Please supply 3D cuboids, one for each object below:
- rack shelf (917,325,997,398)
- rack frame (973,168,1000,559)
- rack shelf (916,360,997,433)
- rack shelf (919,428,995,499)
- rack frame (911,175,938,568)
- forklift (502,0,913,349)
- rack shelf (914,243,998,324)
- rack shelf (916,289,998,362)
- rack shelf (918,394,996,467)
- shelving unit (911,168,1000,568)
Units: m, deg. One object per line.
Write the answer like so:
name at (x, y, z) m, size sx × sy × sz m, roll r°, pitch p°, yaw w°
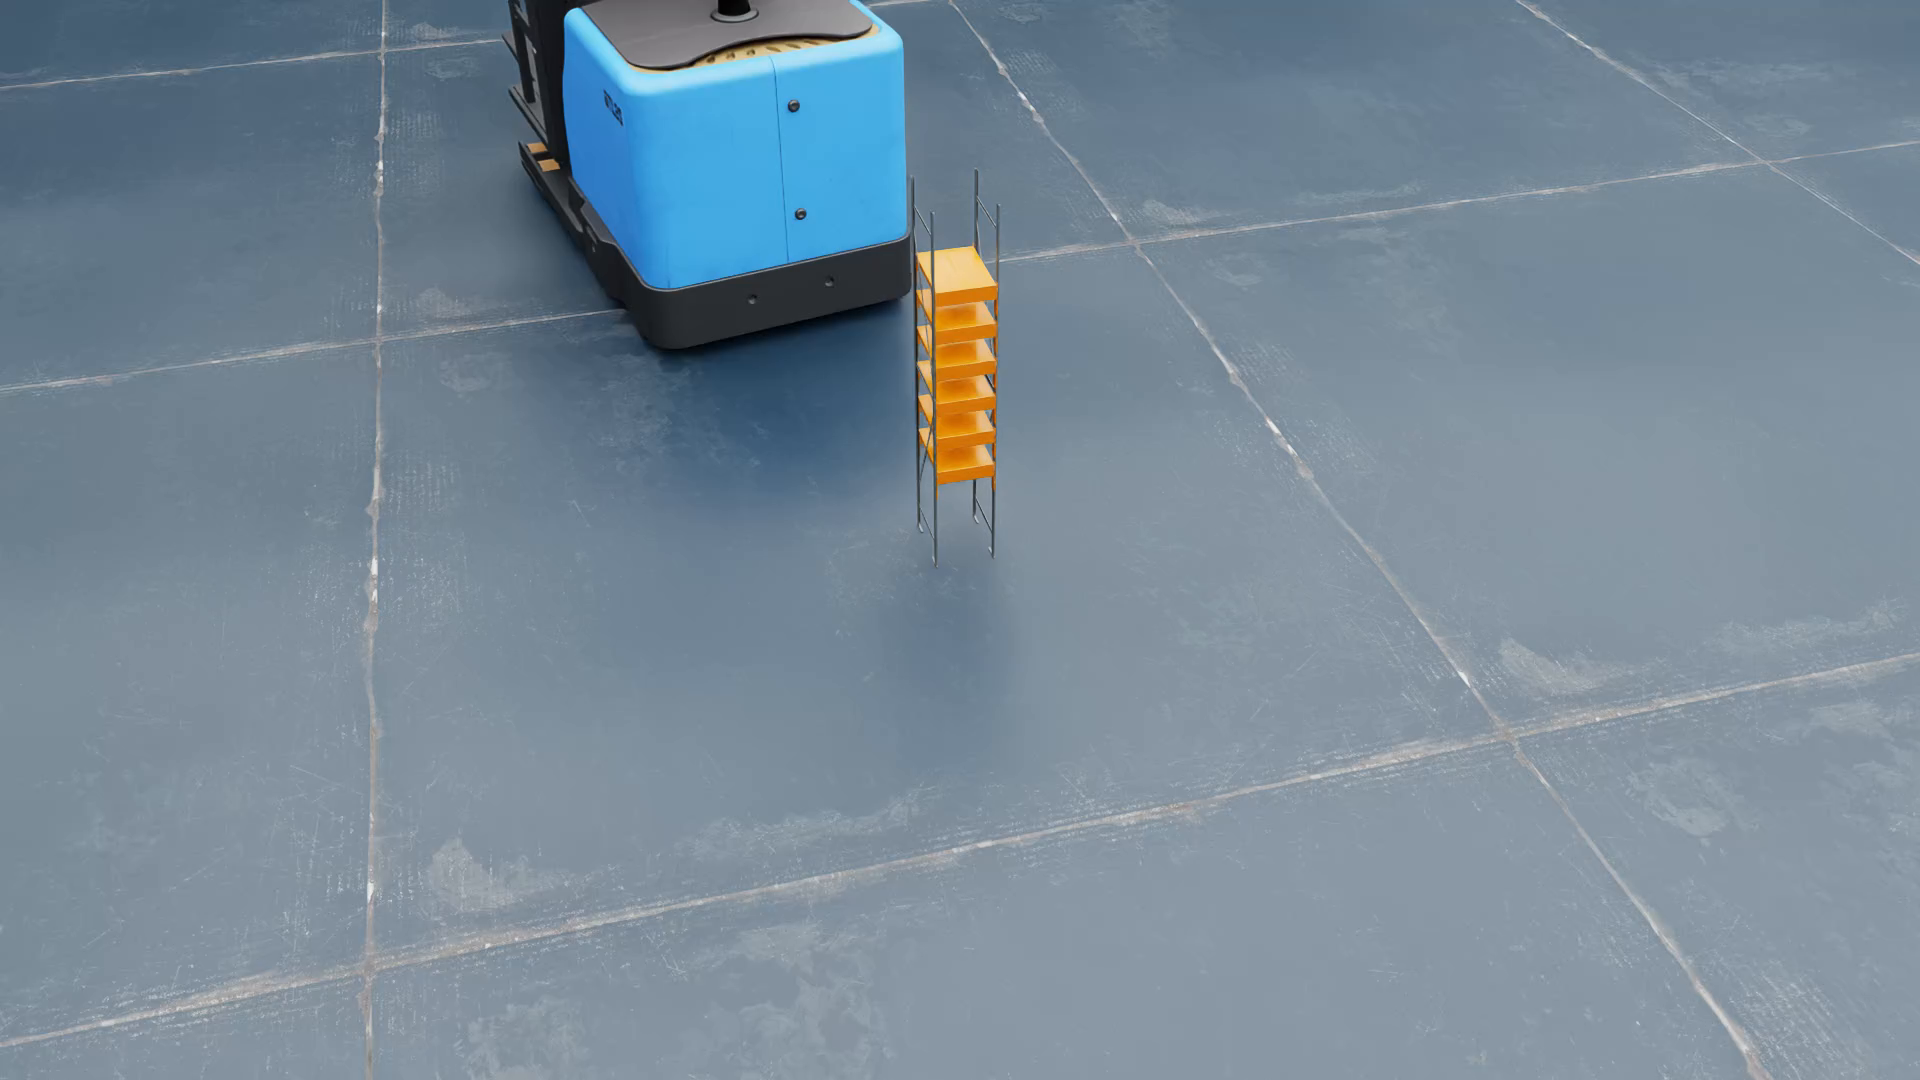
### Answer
rack shelf at (-0.014, -0.534, 4.837) m, size 0.180 × 0.103 × 0.258 m, roll -9°, pitch 38°, yaw -12°
rack frame at (0.074, -0.489, 4.901) m, size 0.006 × 1.200 × 0.240 m, roll -9°, pitch 38°, yaw -12°
rack shelf at (-0.014, -0.439, 4.909) m, size 0.180 × 0.103 × 0.258 m, roll -9°, pitch 38°, yaw -12°
rack shelf at (-0.014, -0.248, 5.055) m, size 0.180 × 0.103 × 0.258 m, roll -9°, pitch 38°, yaw -12°
rack frame at (-0.102, -0.460, 4.864) m, size 0.006 × 1.200 × 0.240 m, roll -9°, pitch 38°, yaw -12°
forklift at (-1.279, -2.744, 6.424) m, size 1.130 × 2.935 × 3.031 m, roll -16°, pitch 40°, yaw -20°
rack shelf at (-0.014, -0.725, 4.691) m, size 0.180 × 0.103 × 0.258 m, roll -9°, pitch 38°, yaw -12°
rack shelf at (-0.014, -0.630, 4.764) m, size 0.180 × 0.103 × 0.258 m, roll -9°, pitch 38°, yaw -12°
rack shelf at (-0.014, -0.344, 4.982) m, size 0.180 × 0.103 × 0.258 m, roll -9°, pitch 38°, yaw -12°
shelving unit at (-0.014, -0.474, 4.882) m, size 0.189 × 1.200 × 0.258 m, roll -9°, pitch 38°, yaw -12°
